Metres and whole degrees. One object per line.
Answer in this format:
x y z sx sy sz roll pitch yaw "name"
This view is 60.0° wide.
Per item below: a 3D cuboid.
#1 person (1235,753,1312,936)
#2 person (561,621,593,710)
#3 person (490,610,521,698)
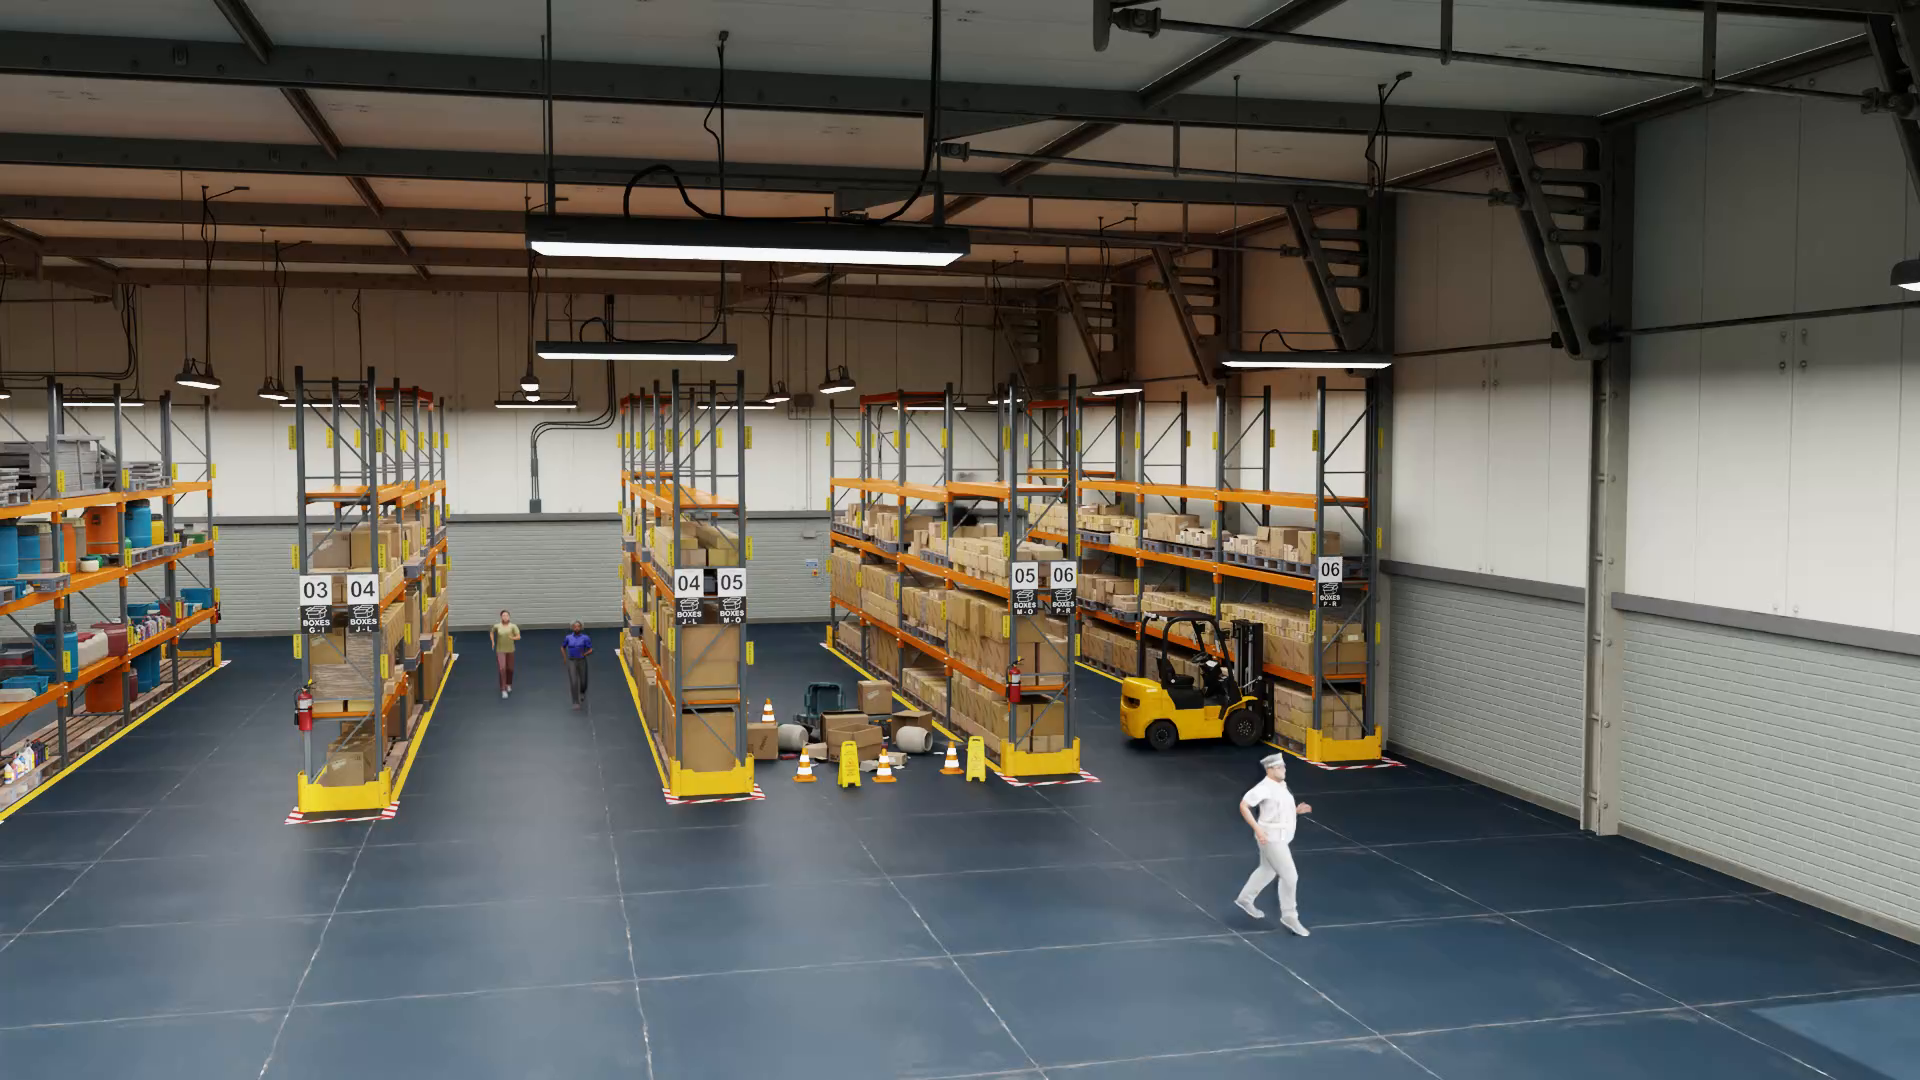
3.211 3.094 17.083 0.837 1.834 0.640 2 4 26 "person"
-7.178 2.329 31.160 0.588 1.621 0.815 -1 4 -14 "person"
-8.885 2.202 32.537 0.570 1.659 0.960 -1 4 -20 "person"
